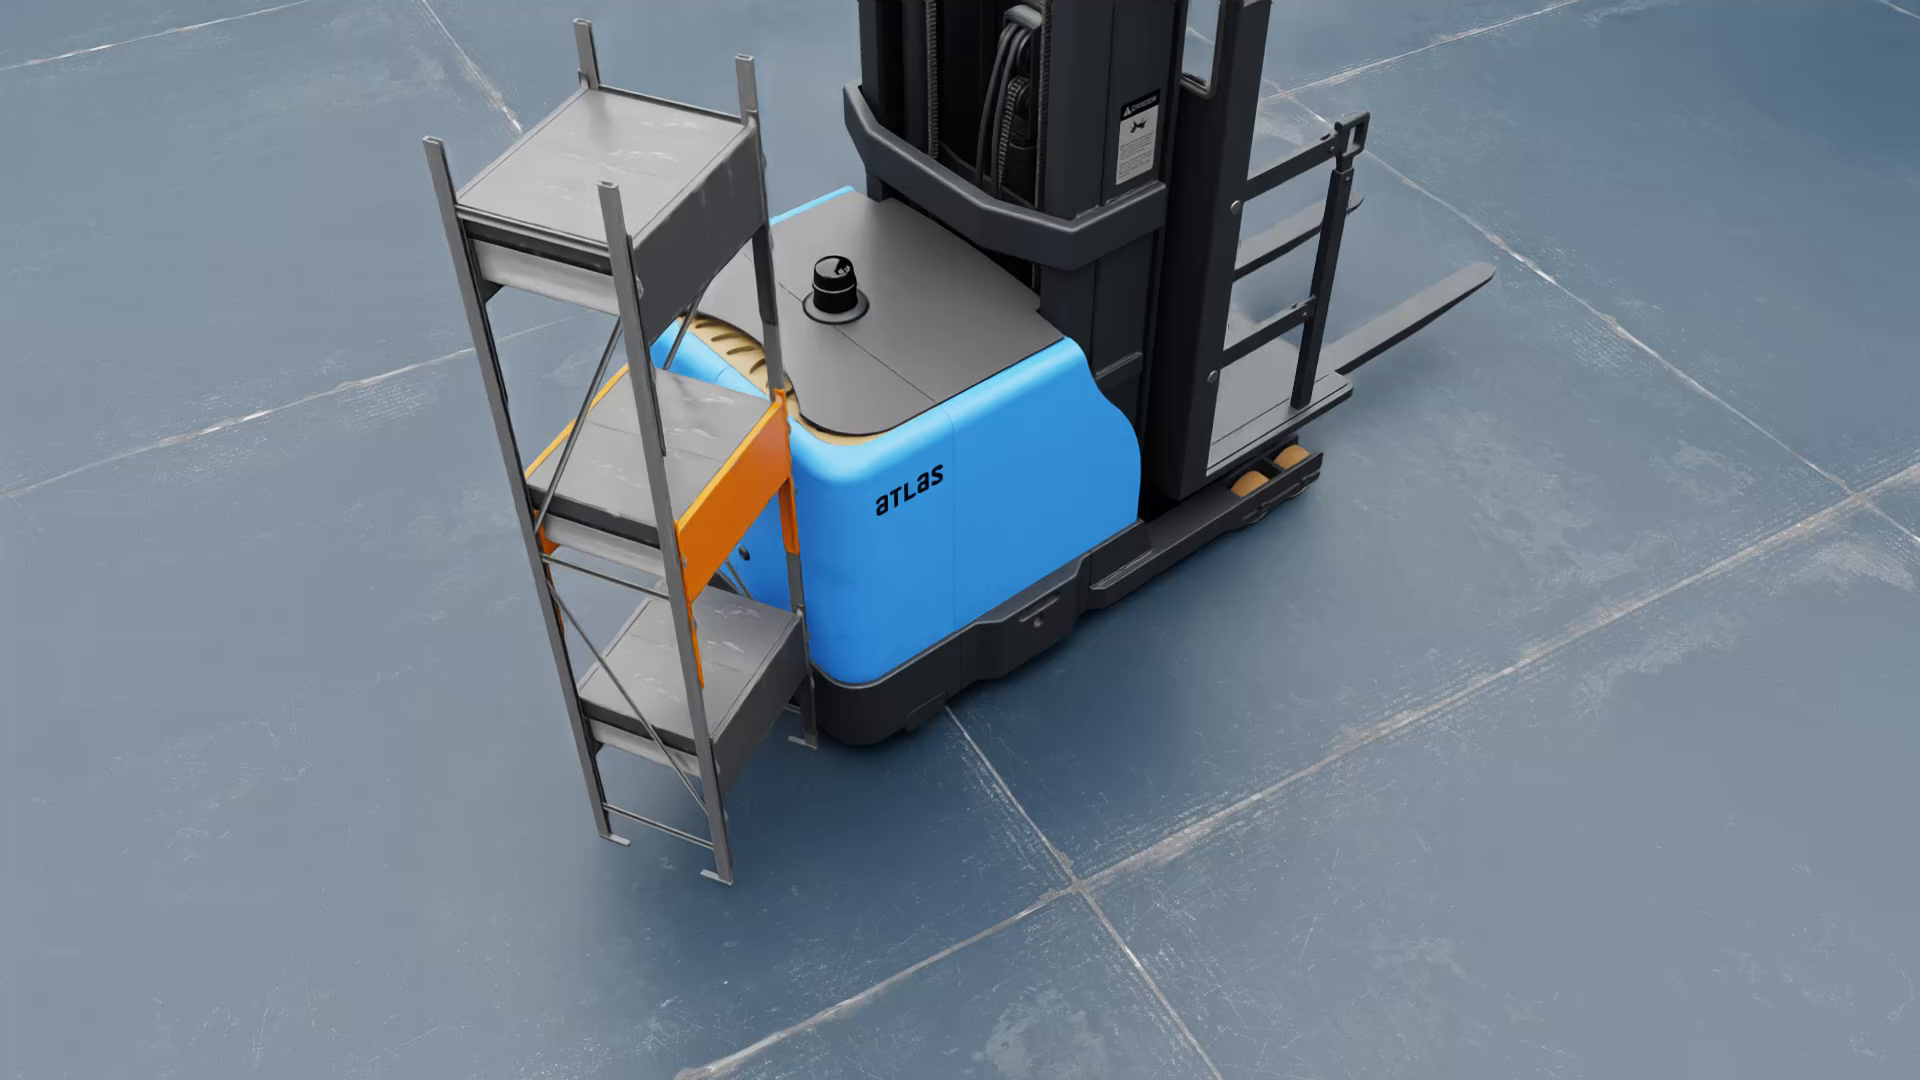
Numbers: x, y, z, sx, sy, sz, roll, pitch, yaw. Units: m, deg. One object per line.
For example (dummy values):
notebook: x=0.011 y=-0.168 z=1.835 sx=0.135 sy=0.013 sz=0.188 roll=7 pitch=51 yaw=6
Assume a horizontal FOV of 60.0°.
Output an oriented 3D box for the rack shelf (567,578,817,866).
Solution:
rack shelf: x=-0.679 y=0.445 z=4.309 sx=0.431 sy=0.518 sz=0.480 roll=17 pitch=47 yaw=17

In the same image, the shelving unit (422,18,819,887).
shelving unit: x=-0.679 y=-0.068 z=3.812 sx=0.431 sy=2.100 sz=0.503 roll=17 pitch=47 yaw=17

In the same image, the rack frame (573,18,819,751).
rack frame: x=-0.582 y=-0.224 z=3.973 sx=0.400 sy=2.100 sz=0.015 roll=17 pitch=47 yaw=17

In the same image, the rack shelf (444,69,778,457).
rack shelf: x=-0.679 y=-0.560 z=3.334 sx=0.431 sy=0.518 sz=0.480 roll=17 pitch=47 yaw=17

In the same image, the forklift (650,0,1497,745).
forklift: x=0.538 y=-1.361 z=4.548 sx=3.031 sy=2.935 sz=1.130 roll=-30 pitch=52 yaw=-27

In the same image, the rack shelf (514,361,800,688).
rack shelf: x=-0.679 y=-0.058 z=3.821 sx=0.431 sy=0.518 sz=0.480 roll=17 pitch=47 yaw=17

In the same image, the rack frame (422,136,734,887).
rack frame: x=-0.776 y=0.088 z=3.651 sx=0.400 sy=2.100 sz=0.015 roll=17 pitch=47 yaw=17
